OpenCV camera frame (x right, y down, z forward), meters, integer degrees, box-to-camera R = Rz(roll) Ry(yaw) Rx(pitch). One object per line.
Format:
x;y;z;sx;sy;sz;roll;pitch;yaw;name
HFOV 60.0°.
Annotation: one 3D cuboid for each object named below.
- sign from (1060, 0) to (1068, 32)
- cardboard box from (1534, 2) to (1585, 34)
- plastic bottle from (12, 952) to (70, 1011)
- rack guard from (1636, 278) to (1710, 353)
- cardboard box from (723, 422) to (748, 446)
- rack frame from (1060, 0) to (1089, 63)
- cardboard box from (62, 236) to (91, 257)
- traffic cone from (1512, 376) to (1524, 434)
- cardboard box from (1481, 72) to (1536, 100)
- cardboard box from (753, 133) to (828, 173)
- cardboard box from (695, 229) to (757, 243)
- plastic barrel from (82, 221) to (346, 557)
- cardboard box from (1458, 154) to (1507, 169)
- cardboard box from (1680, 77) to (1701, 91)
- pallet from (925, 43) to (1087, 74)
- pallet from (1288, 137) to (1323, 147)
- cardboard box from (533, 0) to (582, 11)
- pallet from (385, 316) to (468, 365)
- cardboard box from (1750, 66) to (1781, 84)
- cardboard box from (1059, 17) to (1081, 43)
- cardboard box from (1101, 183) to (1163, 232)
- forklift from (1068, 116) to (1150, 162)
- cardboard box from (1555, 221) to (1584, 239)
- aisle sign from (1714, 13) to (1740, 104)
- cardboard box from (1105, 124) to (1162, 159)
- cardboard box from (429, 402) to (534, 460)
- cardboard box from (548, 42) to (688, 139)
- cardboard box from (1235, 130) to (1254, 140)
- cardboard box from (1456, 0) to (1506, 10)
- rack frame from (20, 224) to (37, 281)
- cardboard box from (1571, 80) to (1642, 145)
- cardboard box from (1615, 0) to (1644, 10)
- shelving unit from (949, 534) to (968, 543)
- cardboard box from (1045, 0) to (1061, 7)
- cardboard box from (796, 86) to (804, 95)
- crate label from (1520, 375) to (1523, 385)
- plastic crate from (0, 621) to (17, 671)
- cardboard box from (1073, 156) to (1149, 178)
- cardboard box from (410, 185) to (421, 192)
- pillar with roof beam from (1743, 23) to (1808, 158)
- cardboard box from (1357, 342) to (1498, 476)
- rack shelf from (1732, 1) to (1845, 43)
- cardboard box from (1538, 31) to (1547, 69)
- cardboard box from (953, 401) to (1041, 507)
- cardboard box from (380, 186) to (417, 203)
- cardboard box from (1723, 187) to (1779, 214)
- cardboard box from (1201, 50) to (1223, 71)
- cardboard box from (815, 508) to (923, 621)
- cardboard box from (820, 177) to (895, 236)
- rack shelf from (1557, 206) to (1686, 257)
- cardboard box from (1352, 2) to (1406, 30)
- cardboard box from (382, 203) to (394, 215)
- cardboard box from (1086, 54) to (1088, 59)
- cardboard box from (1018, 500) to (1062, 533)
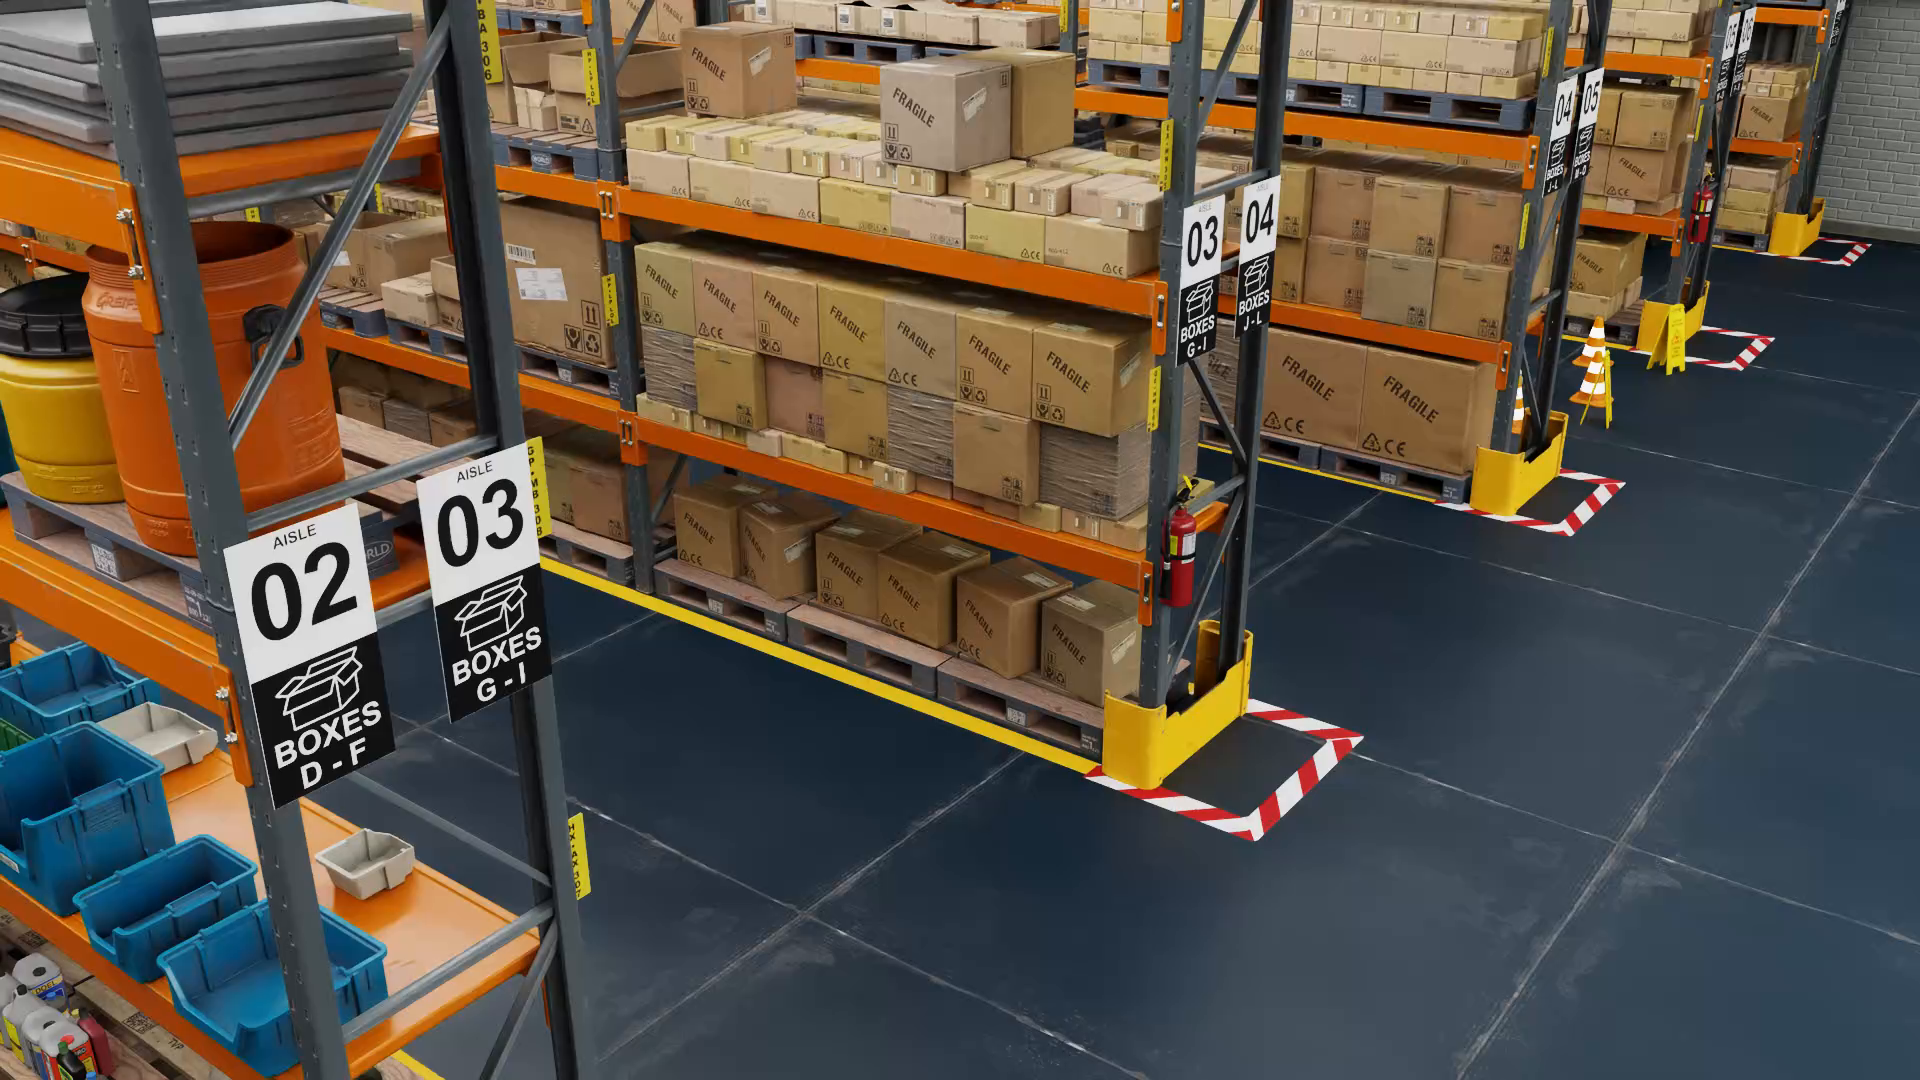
0.854;-4.319;13.581;0.005;0.325;0.100;17;29;33;sign
5.869;-5.121;16.249;0.500;0.250;0.500;18;29;35;cardboard box
-3.898;1.899;7.052;0.135;0.276;0.152;17;29;33;plastic bottle
7.199;-2.272;16.787;0.348;0.500;1.175;17;29;33;rack guard
-1.278;-0.730;10.498;0.250;0.149;0.380;17;29;33;cardboard box
1.171;-5.489;13.547;0.127;3.000;1.000;17;29;33;rack frame
-7.665;-2.835;14.840;0.500;0.500;0.500;17;29;33;cardboard box
4.799;-1.202;14.404;0.334;0.463;0.336;17;29;33;traffic cone
3.903;-3.243;11.837;0.250;0.149;0.380;17;29;33;cardboard box
-0.968;-2.223;9.547;0.250;0.149;0.380;16;29;32;cardboard box
-1.359;-1.787;10.853;0.500;0.500;0.500;17;29;33;cardboard box
-2.119;-0.440;4.755;0.708;0.830;0.600;17;29;33;plastic barrel
5.470;-3.995;17.105;0.500;0.500;0.500;17;29;34;cardboard box
8.962;-5.584;20.274;0.250;0.149;0.380;16;28;32;cardboard box
0.408;-4.234;14.657;1.217;0.209;0.805;16;28;31;pallet
3.535;-4.509;19.001;1.213;0.211;1.003;17;29;33;pallet
-4.073;-5.874;17.493;0.637;0.503;0.797;16;29;33;cardboard box
-3.476;-1.582;12.358;1.213;0.211;1.003;17;29;33;pallet
9.605;-5.547;19.822;0.250;0.149;0.380;17;29;33;cardboard box
0.838;-4.519;14.588;0.396;0.266;0.258;16;29;32;cardboard box
0.907;-1.653;8.254;0.250;0.149;0.380;17;29;33;cardboard box
0.863;-1.849;12.811;1.130;2.935;3.031;14;28;29;forklift
6.129;-3.148;16.830;0.250;0.149;0.380;18;29;35;cardboard box
7.136;-4.479;15.471;0.004;0.787;0.394;17;29;33;aisle sign
1.446;-3.206;14.281;0.550;0.550;0.875;17;29;33;cardboard box
-3.627;-0.772;12.836;0.500;0.500;0.700;20;31;38;cardboard box
-2.201;-2.925;10.800;0.637;0.503;0.797;15;28;31;cardboard box
3.282;-4.547;18.641;0.250;0.149;0.380;16;28;32;cardboard box
3.891;-3.943;12.436;0.250;0.149;0.380;16;29;33;cardboard box
-8.286;-3.102;15.571;0.127;3.000;1.000;17;29;33;rack frame
6.320;-4.215;16.363;0.500;0.500;0.700;17;29;34;cardboard box
6.414;-5.137;15.792;0.250;0.149;0.380;16;29;33;cardboard box
-0.217;-0.539;11.985;0.503;1.200;0.258;14;28;29;shelving unit
1.213;-6.451;19.617;0.258;0.266;0.396;17;29;33;cardboard box
-2.148;-6.039;22.423;0.500;0.250;0.500;16;28;32;cardboard box
5.082;-1.505;15.497;0.298;0.136;0.250;3;24;6;crate label
-4.512;0.626;7.185;0.504;0.338;0.767;17;29;33;plastic crate
0.810;-1.943;8.912;0.250;0.149;0.380;16;29;32;cardboard box
-6.617;-4.374;20.735;0.250;0.149;0.380;17;29;34;cardboard box
7.636;-6.816;16.558;0.400;9.000;9.100;17;29;33;pillar with roof beam
3.790;-1.139;13.229;0.875;0.875;0.875;17;29;34;cardboard box
8.634;-6.527;20.516;4.000;0.370;1.077;17;29;33;rack shelf
4.140;-3.654;12.275;0.500;0.250;0.500;17;29;33;cardboard box
0.421;-0.606;9.413;0.500;0.500;0.875;17;29;33;cardboard box
-6.892;-4.227;20.401;0.250;0.149;0.380;17;29;33;cardboard box
9.657;-4.180;20.285;0.500;0.250;0.500;16;29;33;cardboard box
2.074;-3.796;13.092;0.250;0.149;0.380;16;29;32;cardboard box
-0.581;0.154;10.759;0.500;0.500;0.500;14;27;29;cardboard box
-0.433;-1.905;9.320;0.500;0.250;0.500;16;29;32;cardboard box
5.660;-3.552;17.484;4.000;0.370;1.077;17;29;33;rack shelf
3.088;-3.855;12.236;0.250;0.149;0.380;17;29;34;cardboard box
-6.870;-4.093;20.466;0.250;0.149;0.380;18;30;36;cardboard box
1.389;-5.686;20.421;0.500;0.500;0.500;16;28;32;cardboard box
0.534;-0.192;9.278;0.250;0.149;0.380;17;29;33;cardboard box
